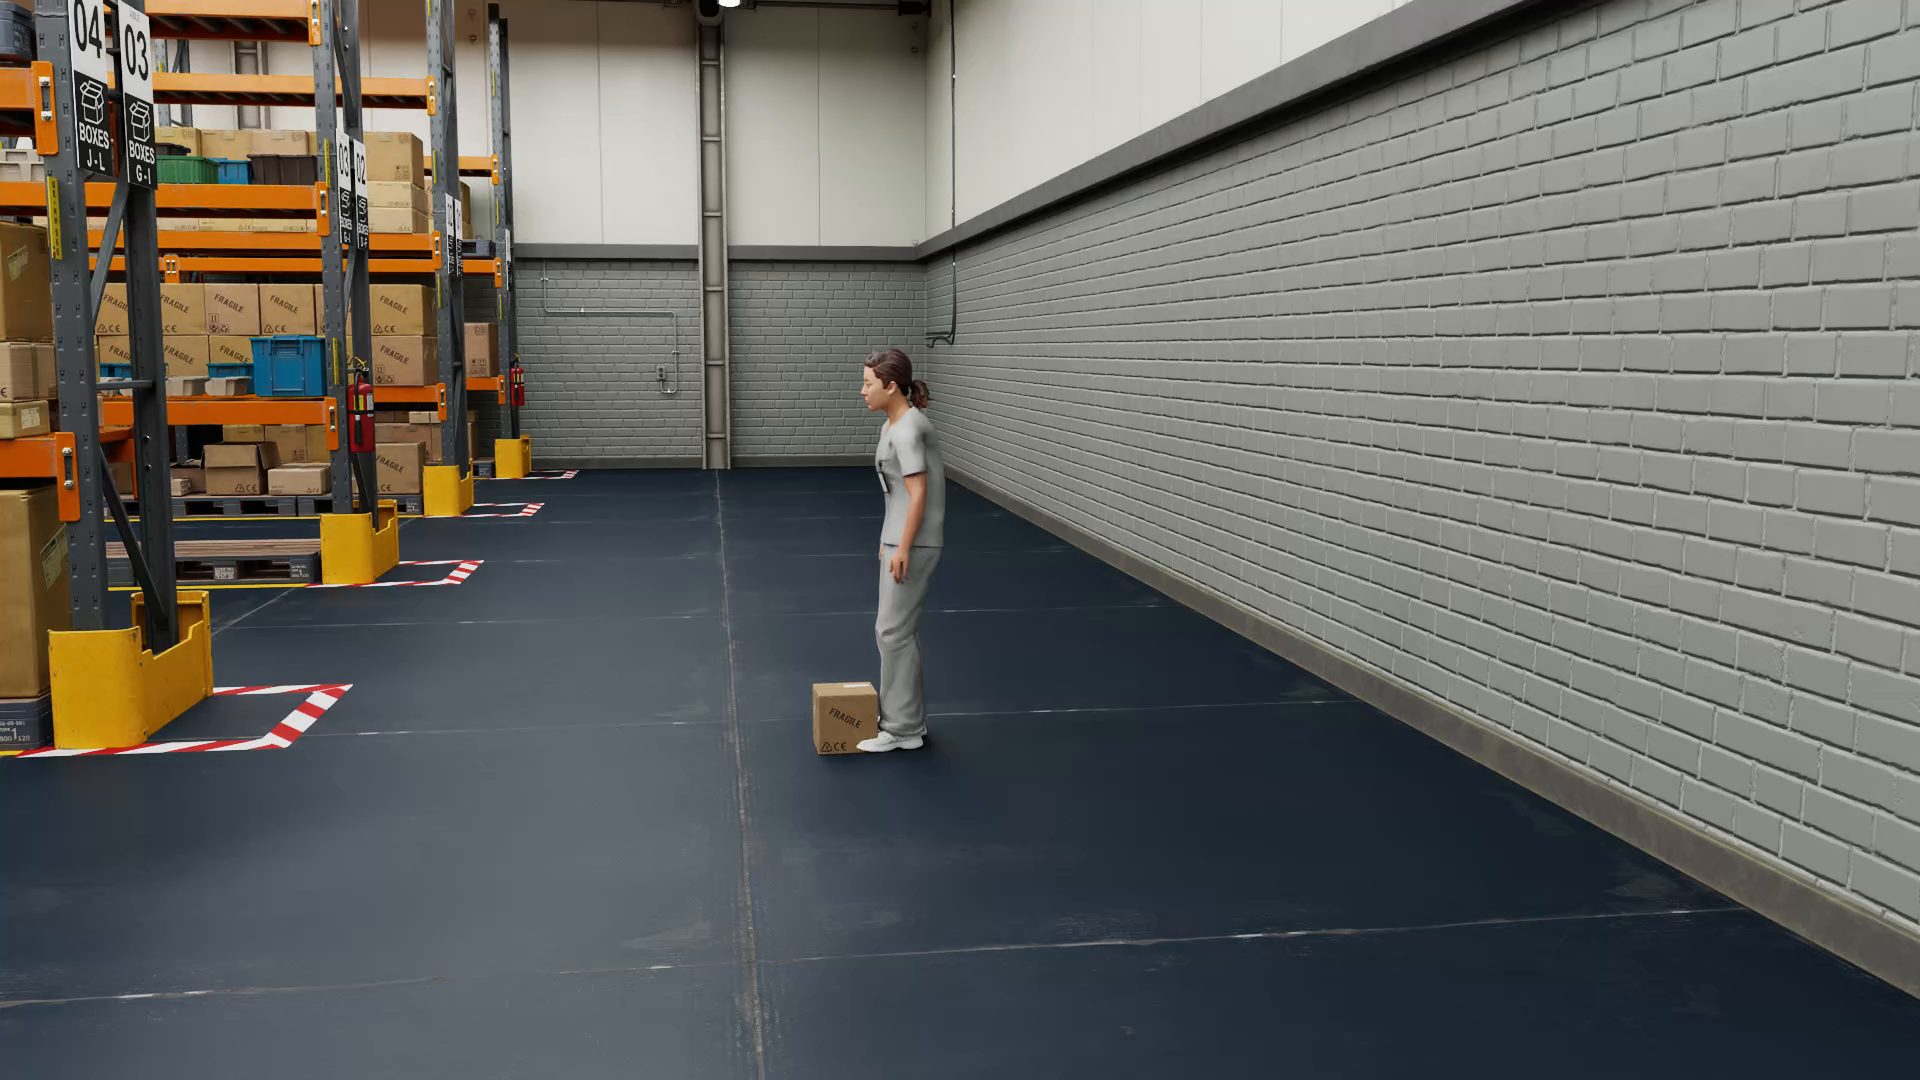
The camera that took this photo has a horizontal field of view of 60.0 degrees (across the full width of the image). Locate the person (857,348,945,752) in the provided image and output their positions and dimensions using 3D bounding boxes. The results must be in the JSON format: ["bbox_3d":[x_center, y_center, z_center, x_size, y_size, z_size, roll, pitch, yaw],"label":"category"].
[{"bbox_3d":[-0.268,0.038,6.975,0.404,1.673,0.492,-1,7,-9],"label":"person"}]
